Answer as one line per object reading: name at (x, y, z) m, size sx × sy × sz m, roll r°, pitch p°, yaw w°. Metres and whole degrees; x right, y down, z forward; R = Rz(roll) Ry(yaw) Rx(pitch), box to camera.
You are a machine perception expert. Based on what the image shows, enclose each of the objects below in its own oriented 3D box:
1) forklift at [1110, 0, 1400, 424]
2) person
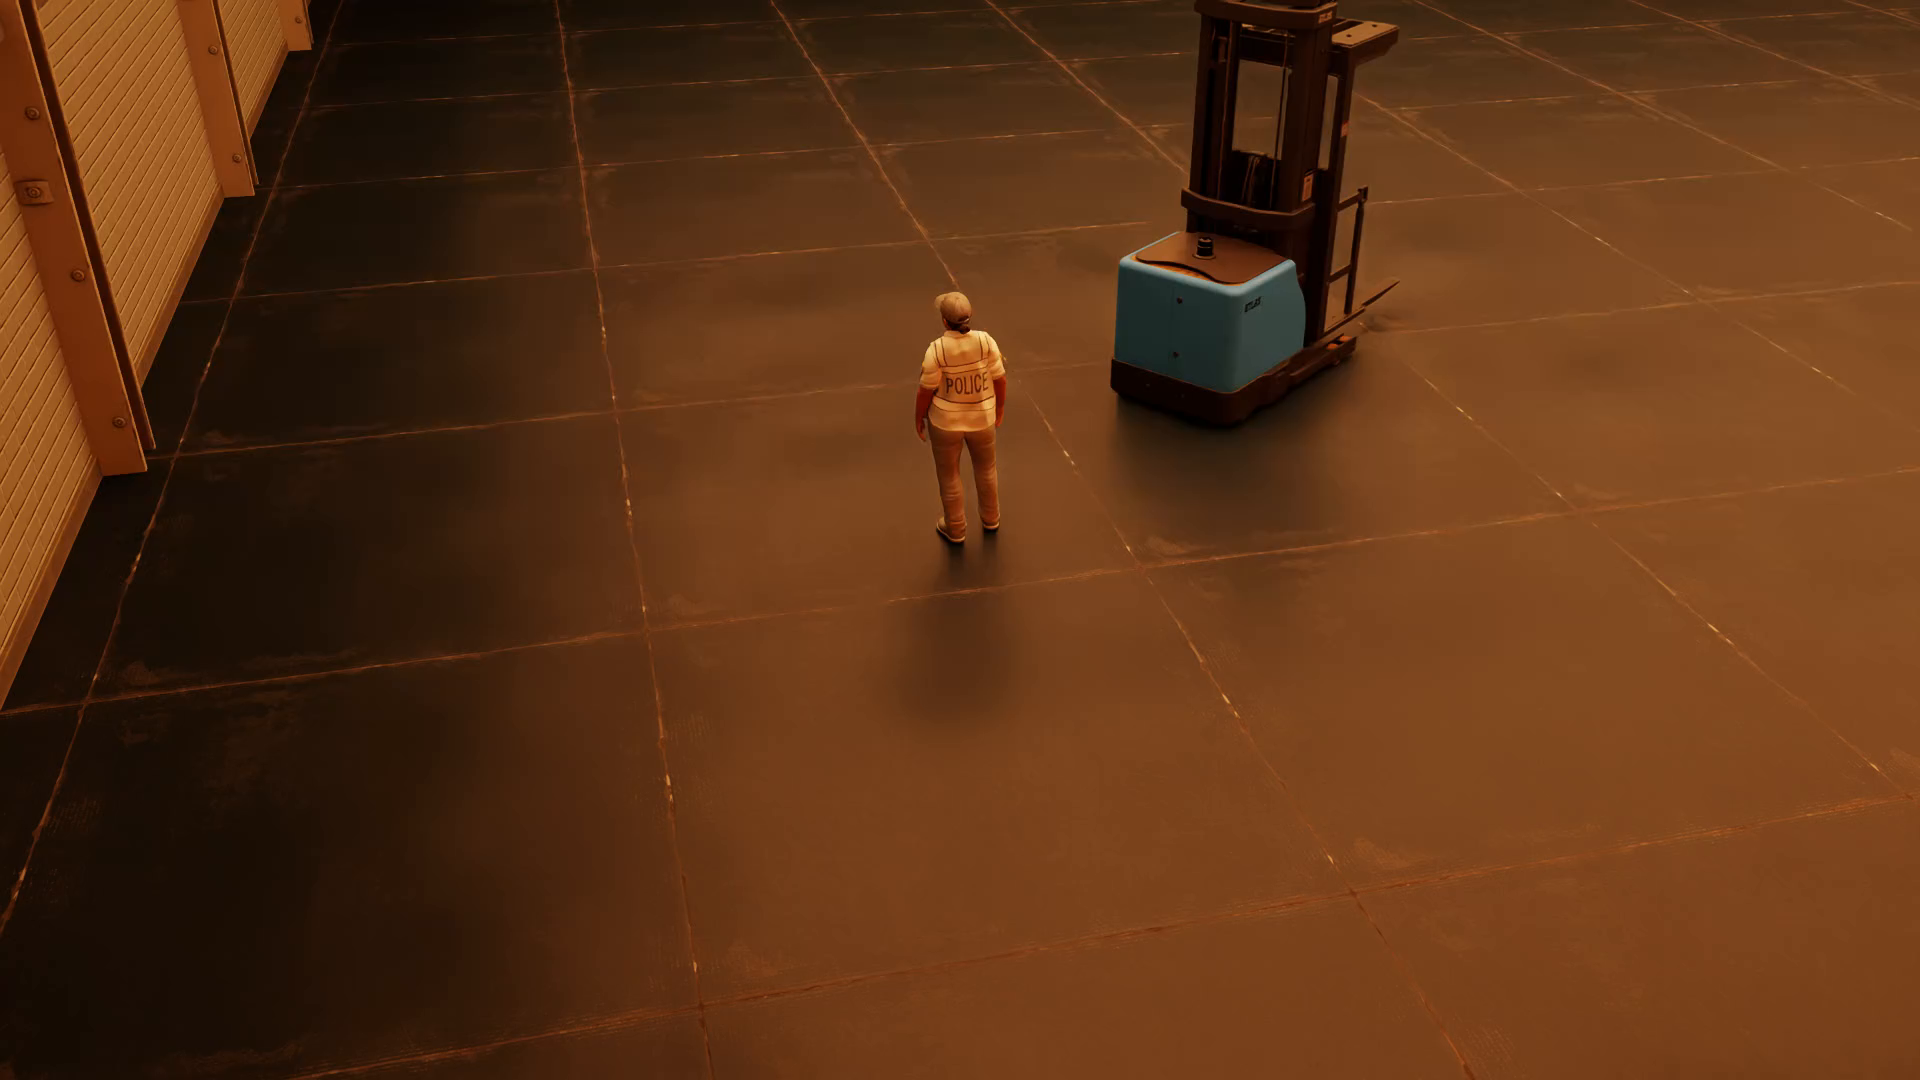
forklift at (2.434, -2.758, 12.339) m, size 1.130 × 2.935 × 3.031 m, roll 22°, pitch 37°, yaw 33°
person at (0.005, -0.767, 10.148) m, size 0.598 × 1.670 × 0.529 m, roll -7°, pitch 31°, yaw -12°
